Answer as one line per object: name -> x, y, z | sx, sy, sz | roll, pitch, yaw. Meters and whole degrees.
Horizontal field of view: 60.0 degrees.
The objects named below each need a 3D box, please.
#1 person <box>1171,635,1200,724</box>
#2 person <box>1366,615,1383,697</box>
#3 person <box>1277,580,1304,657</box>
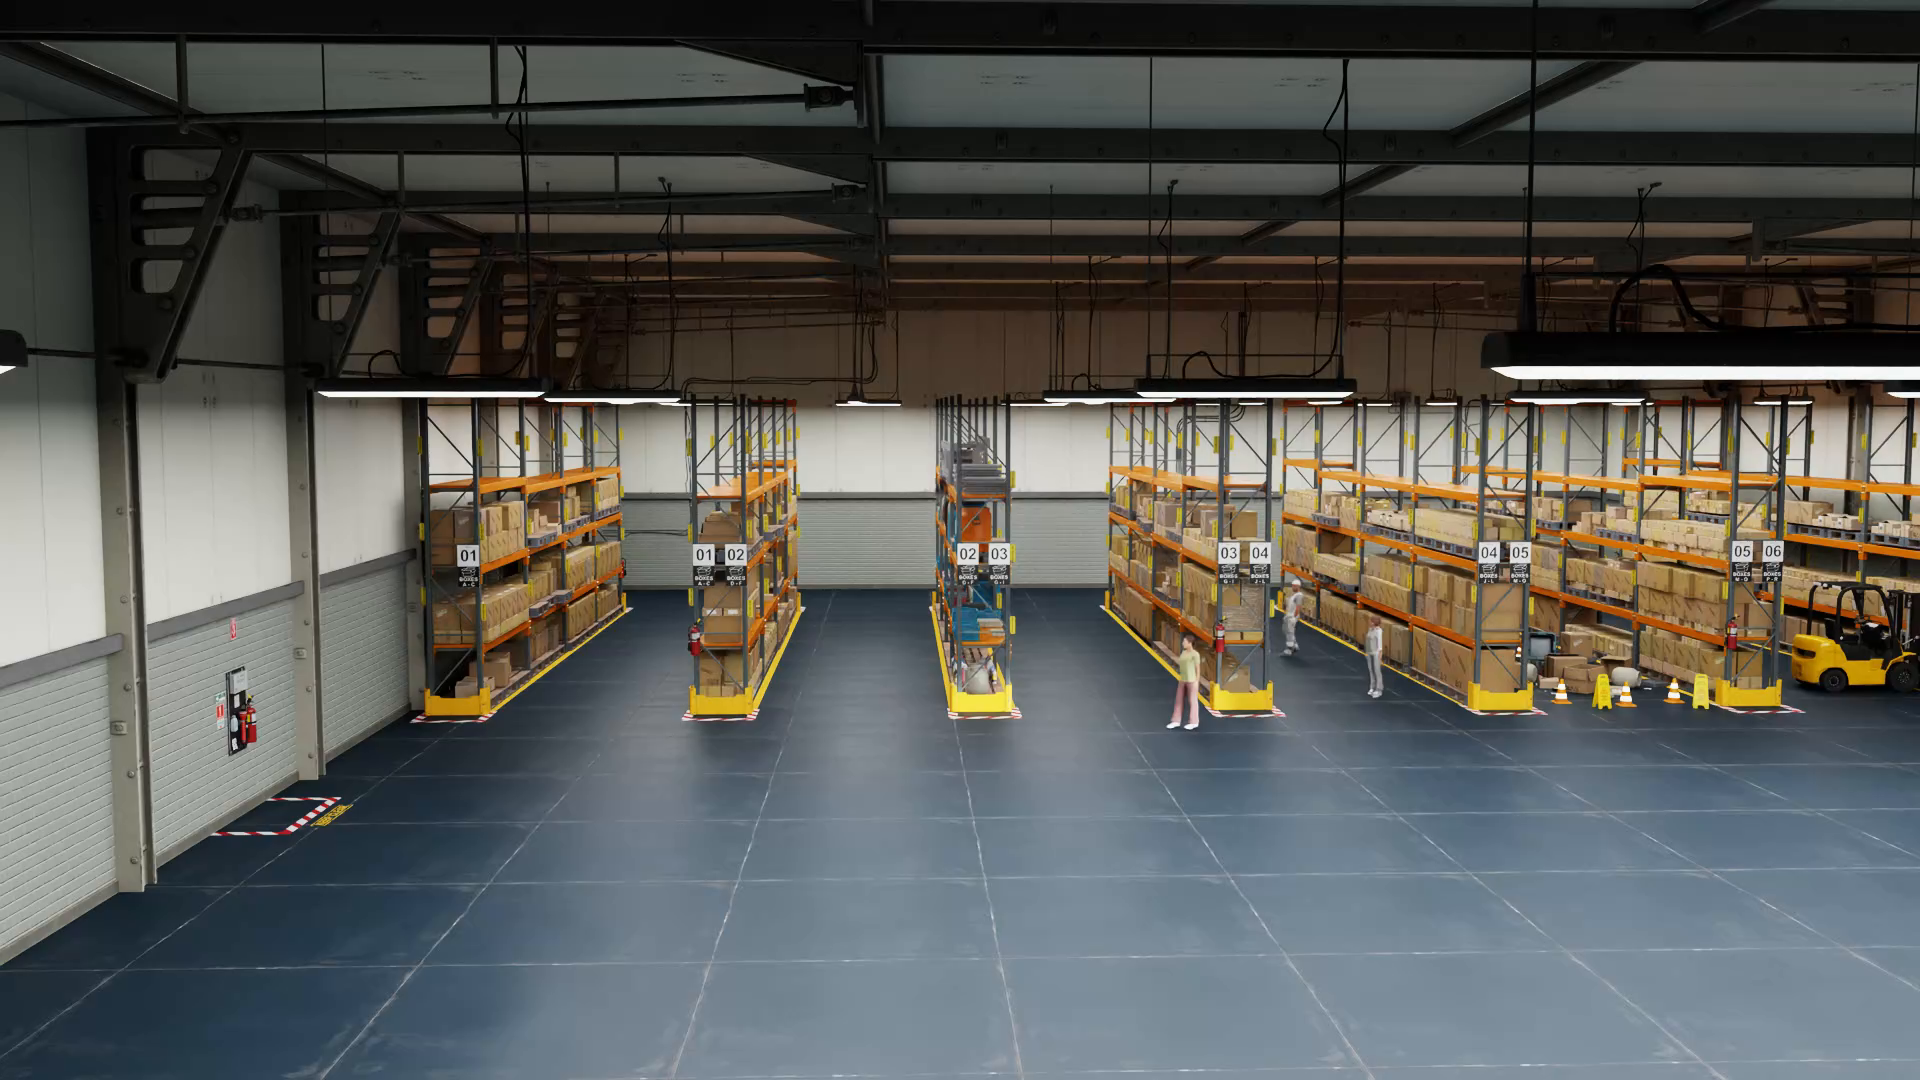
person -> 4.065, 2.504, 29.784 | 0.430, 1.600, 0.459 | -3, 6, -37
person -> 8.283, 2.318, 33.266 | 0.374, 1.595, 0.509 | -2, 5, -23
person -> 7.620, 1.804, 38.359 | 0.570, 1.783, 0.560 | 0, 5, 6
